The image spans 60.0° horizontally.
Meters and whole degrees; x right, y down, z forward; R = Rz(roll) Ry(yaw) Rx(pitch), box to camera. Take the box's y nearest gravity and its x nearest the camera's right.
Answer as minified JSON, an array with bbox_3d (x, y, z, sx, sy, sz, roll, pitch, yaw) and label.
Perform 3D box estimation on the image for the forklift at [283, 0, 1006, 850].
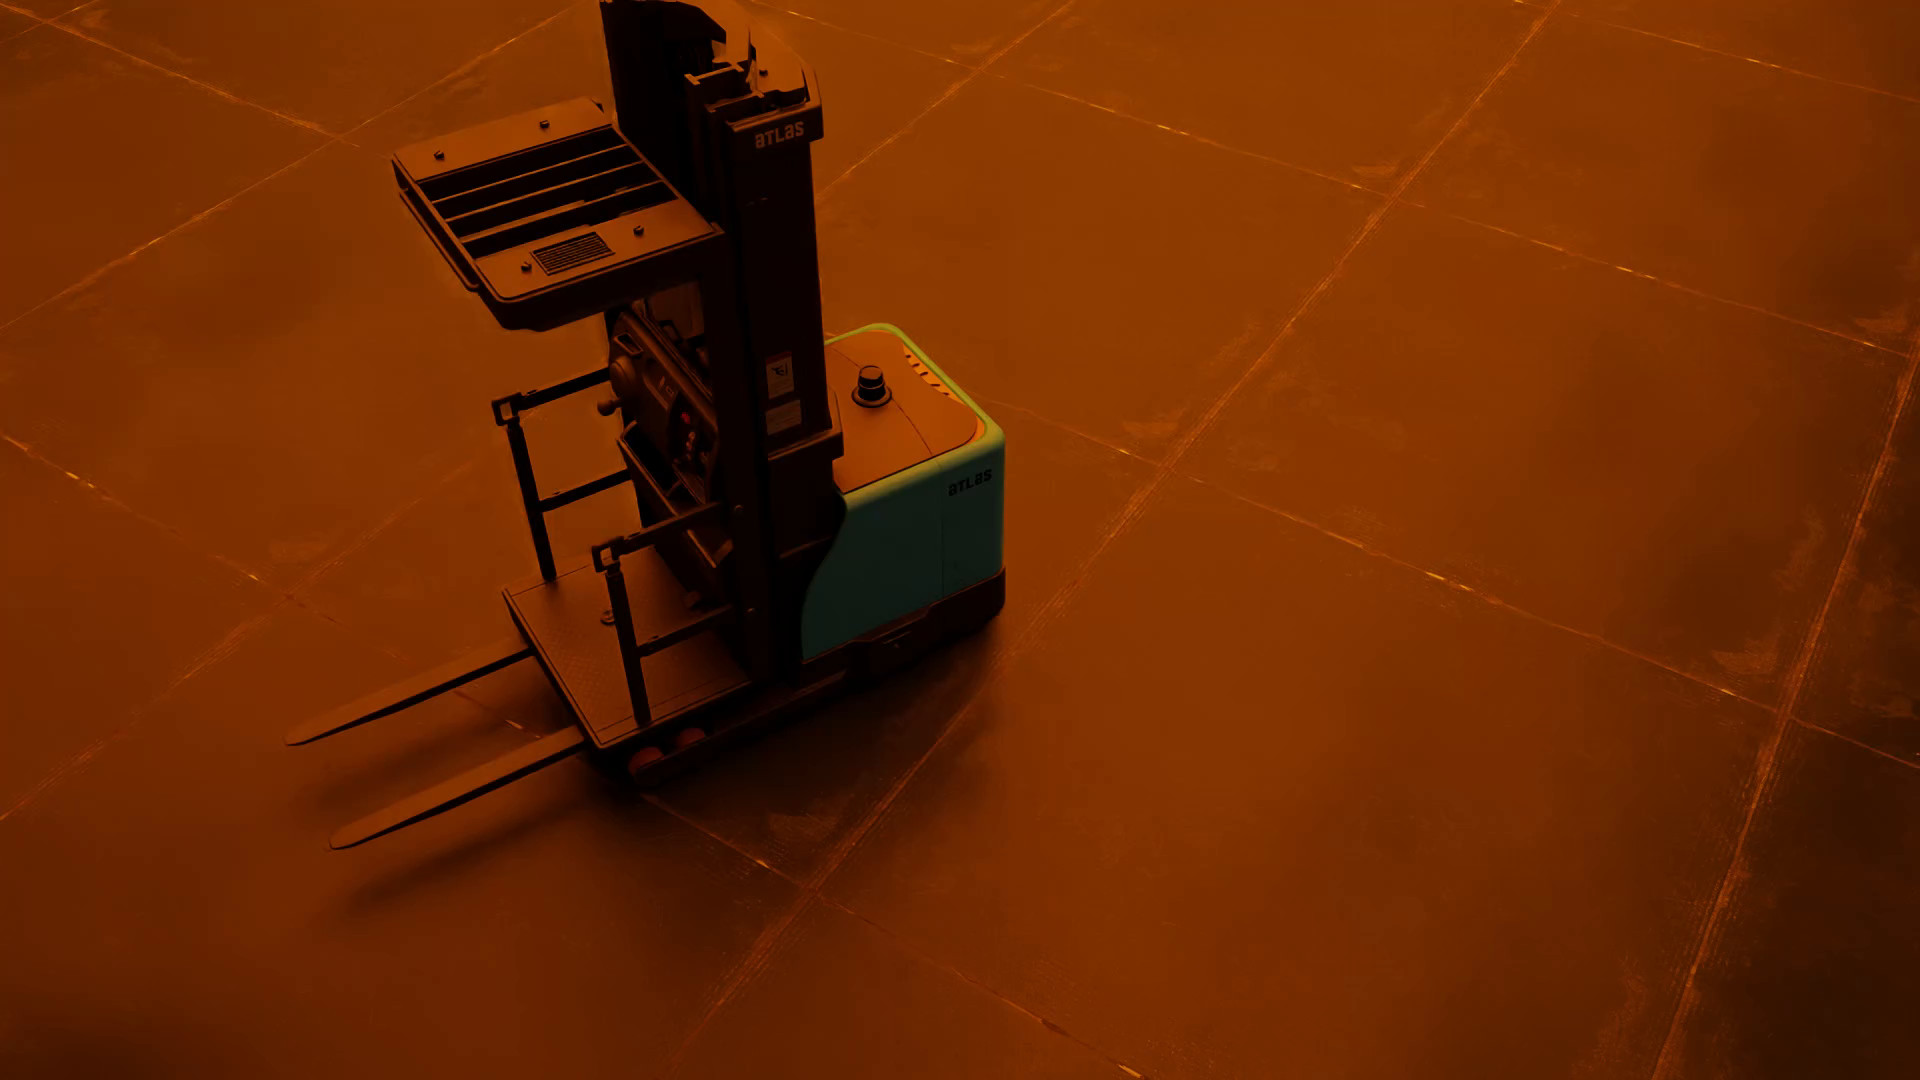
[{"bbox_3d":[-1.315,-0.461,6.335,3.031,2.935,1.130,-24,48,-23],"label":"forklift"}]
